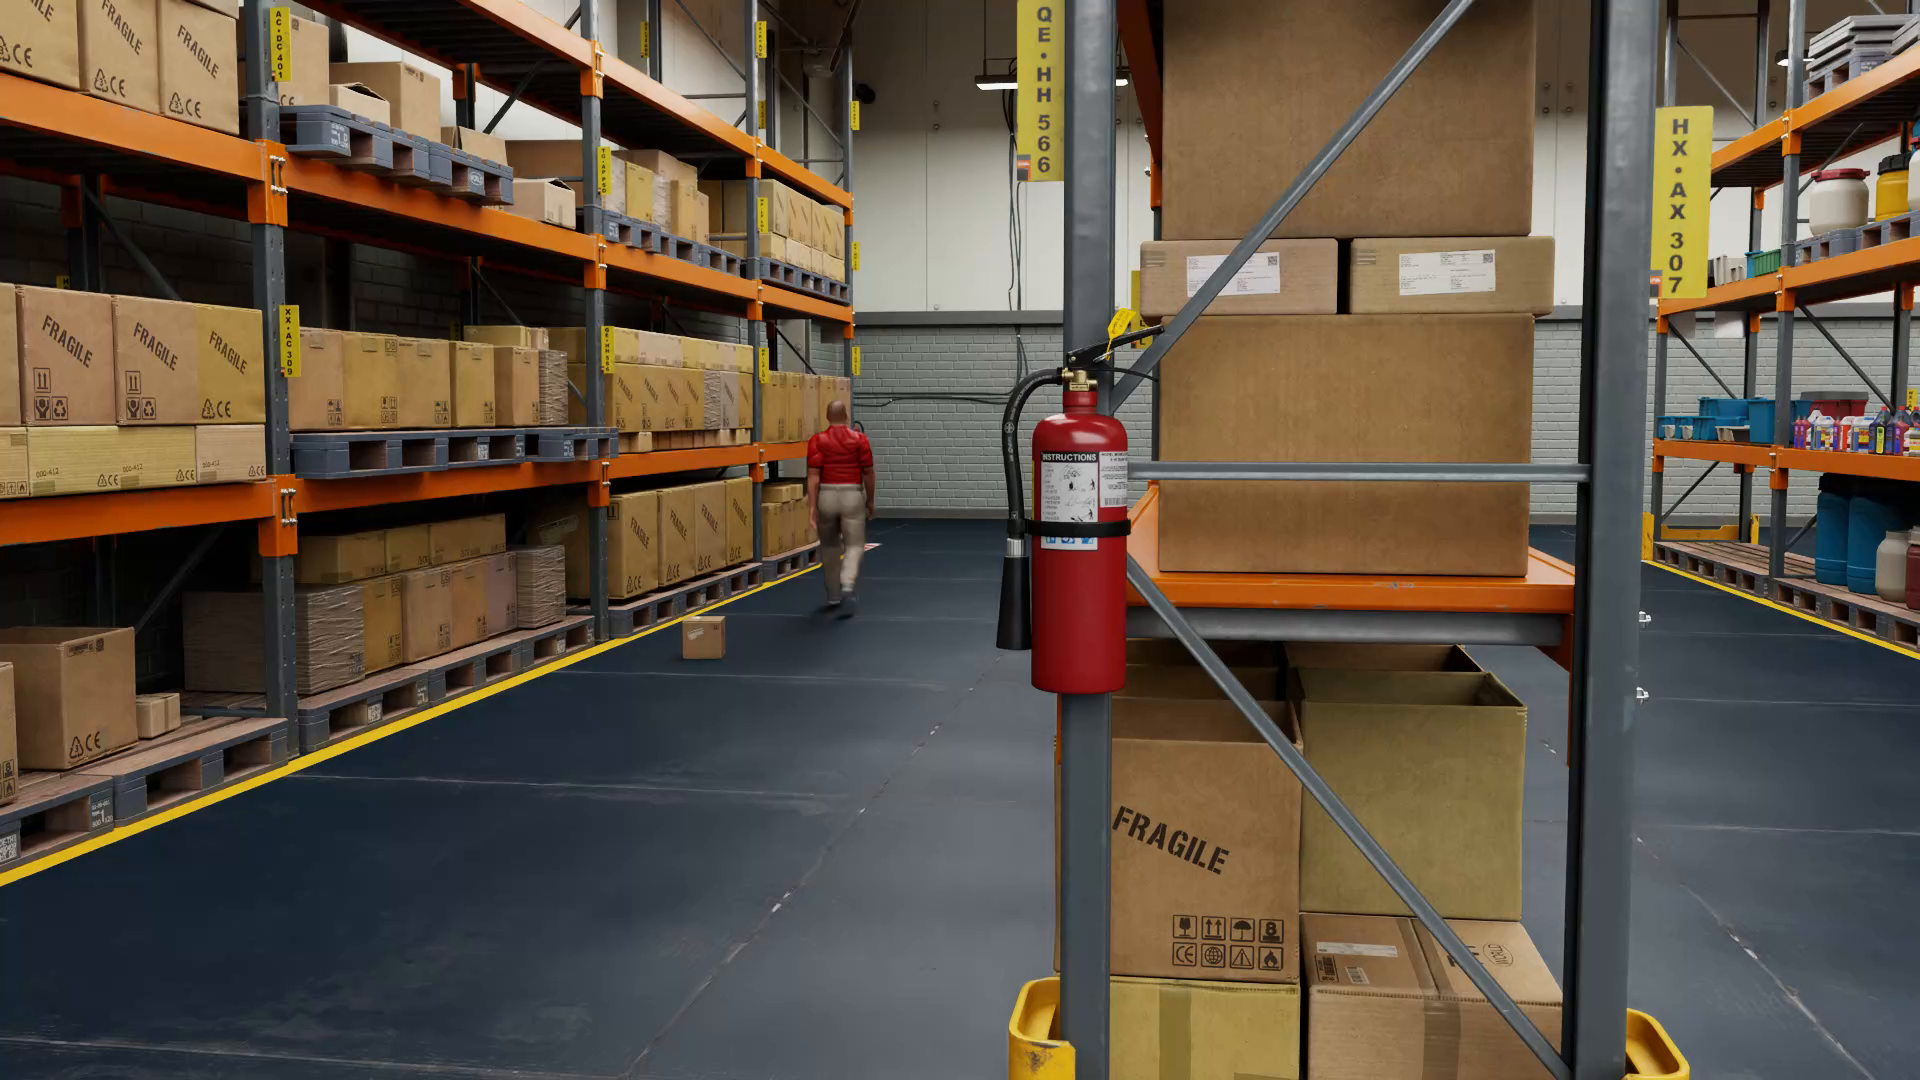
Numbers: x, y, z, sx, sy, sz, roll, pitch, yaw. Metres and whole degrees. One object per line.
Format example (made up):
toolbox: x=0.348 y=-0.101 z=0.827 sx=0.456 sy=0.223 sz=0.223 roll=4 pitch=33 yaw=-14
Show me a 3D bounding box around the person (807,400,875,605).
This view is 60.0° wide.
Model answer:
person: x=-0.958 y=-0.291 z=13.459 sx=0.536 sy=1.681 sz=0.959 roll=0 pitch=4 yaw=3
